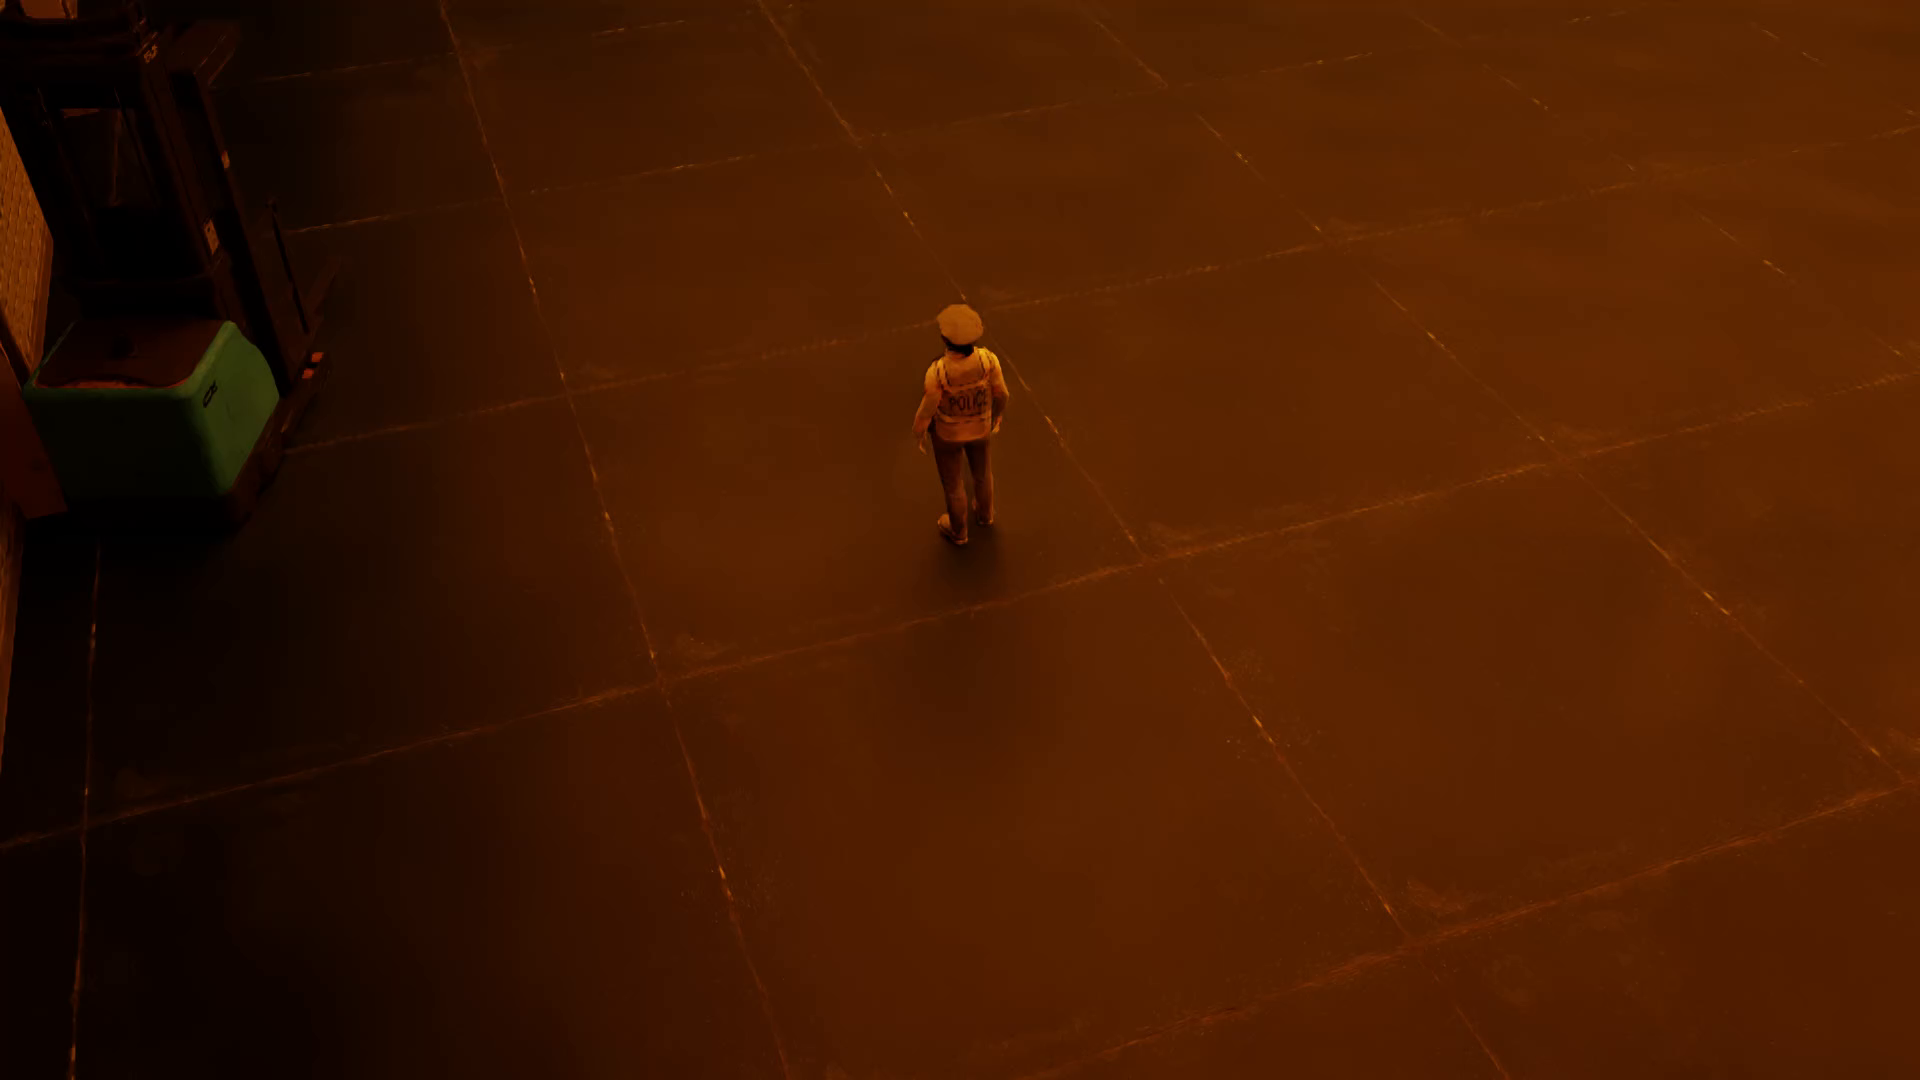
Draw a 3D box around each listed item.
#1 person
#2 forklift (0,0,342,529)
[{"bbox_3d":[-0.017,-0.697,9.776,0.586,1.695,0.532,-13,42,-15],"label":"person"},{"bbox_3d":[-4.970,-2.112,10.511,1.130,2.935,3.031,0,40,0],"label":"forklift"}]
